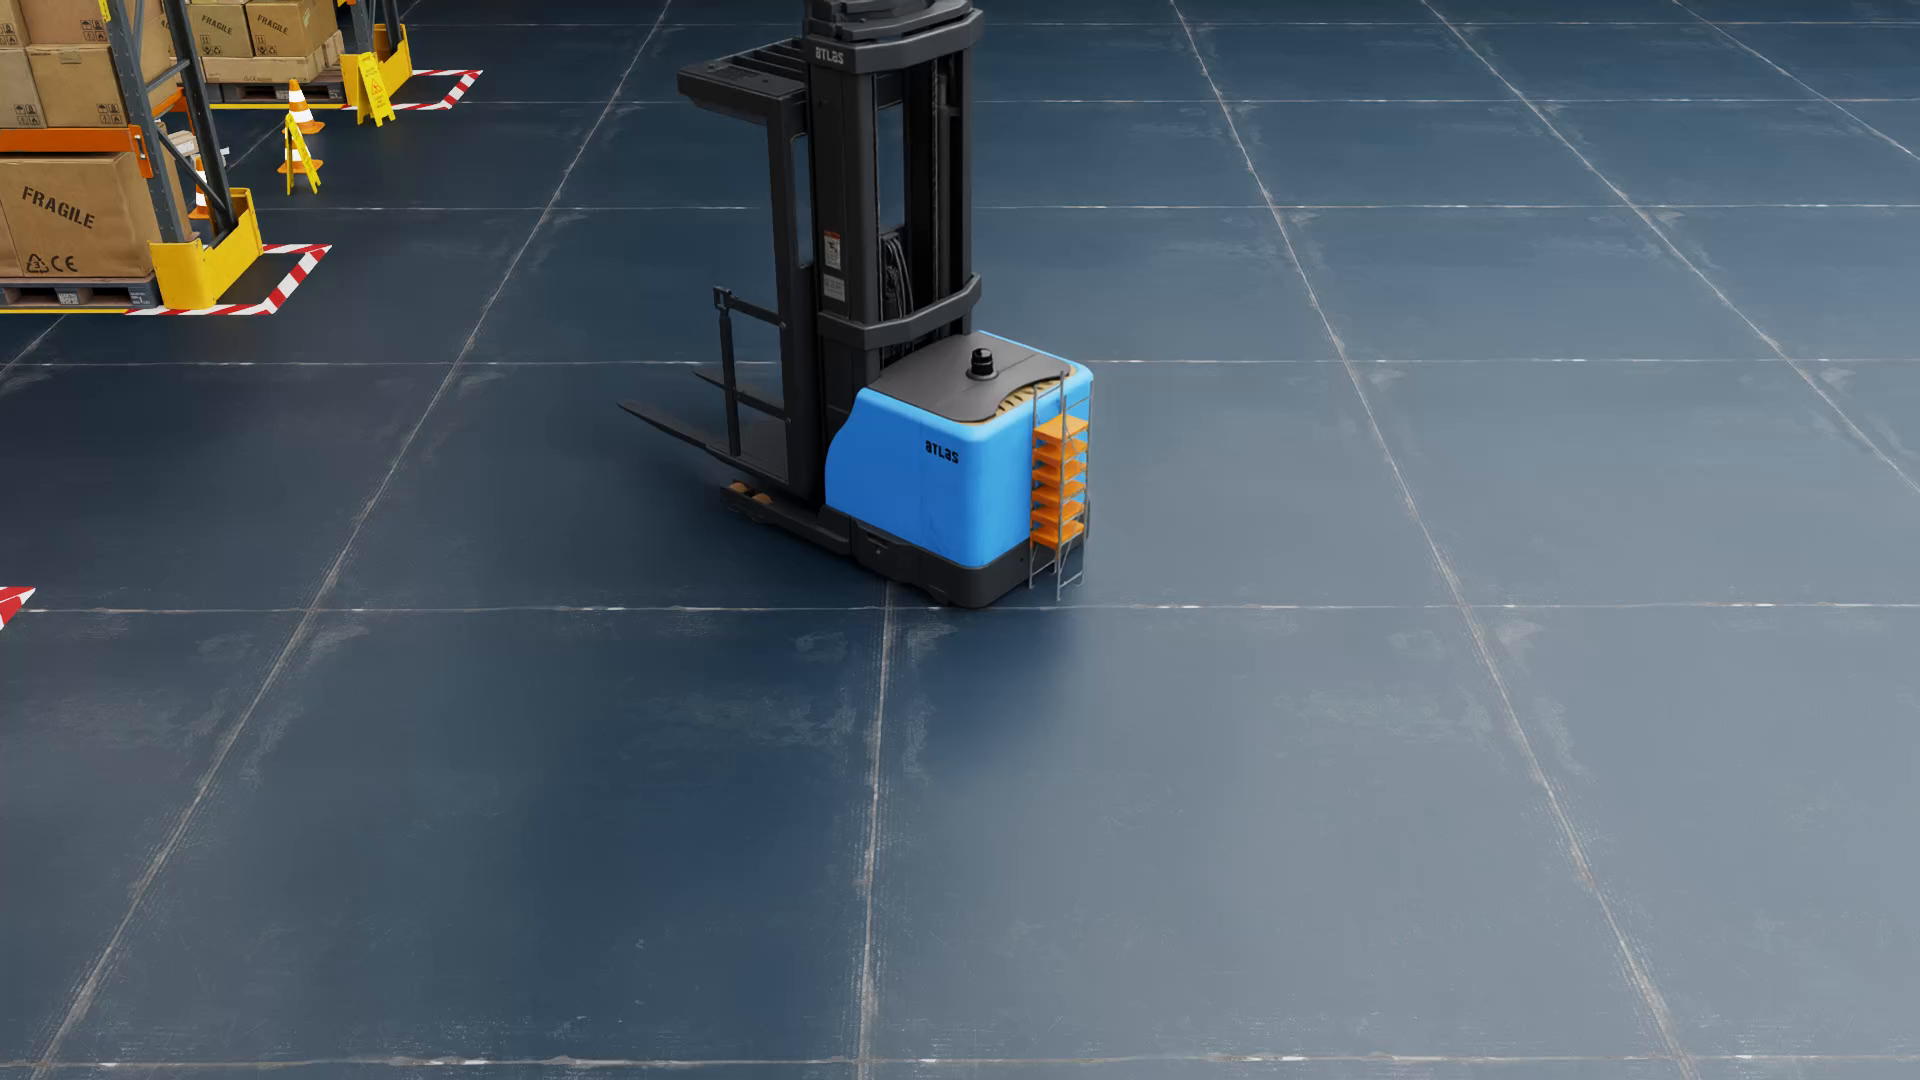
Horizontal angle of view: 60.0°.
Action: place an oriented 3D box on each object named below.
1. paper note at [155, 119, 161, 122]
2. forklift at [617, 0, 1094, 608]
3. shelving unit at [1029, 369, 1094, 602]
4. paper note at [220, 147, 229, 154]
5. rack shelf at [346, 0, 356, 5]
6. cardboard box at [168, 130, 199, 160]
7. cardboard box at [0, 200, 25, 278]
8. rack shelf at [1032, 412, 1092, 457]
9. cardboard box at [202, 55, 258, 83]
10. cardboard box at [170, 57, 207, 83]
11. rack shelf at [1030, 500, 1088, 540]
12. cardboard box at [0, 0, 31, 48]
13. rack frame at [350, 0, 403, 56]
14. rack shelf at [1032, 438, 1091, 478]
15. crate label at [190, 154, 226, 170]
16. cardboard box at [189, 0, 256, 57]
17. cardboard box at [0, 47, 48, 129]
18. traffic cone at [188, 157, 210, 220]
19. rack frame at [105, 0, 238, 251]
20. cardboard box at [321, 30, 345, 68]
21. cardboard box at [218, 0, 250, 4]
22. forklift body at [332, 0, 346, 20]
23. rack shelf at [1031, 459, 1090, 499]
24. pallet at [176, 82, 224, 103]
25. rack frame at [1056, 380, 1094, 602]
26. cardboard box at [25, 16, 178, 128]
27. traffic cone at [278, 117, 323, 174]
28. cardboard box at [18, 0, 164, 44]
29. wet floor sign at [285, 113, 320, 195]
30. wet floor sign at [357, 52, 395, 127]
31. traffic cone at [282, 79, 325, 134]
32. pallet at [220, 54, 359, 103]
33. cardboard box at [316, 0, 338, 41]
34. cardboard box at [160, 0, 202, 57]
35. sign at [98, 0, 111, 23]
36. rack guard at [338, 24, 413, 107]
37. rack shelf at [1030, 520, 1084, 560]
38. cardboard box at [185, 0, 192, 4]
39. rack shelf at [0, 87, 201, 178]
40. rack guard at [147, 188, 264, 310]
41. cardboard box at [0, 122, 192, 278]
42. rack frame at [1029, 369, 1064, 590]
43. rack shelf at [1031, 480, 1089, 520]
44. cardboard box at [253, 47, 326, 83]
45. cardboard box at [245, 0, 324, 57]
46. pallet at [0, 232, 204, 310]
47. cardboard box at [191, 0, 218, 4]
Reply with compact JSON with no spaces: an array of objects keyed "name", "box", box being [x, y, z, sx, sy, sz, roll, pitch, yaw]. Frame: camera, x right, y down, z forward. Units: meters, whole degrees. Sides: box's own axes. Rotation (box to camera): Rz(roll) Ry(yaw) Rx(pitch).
[{"name":"paper note","box":[-7.644,-3.949,15.729,0.148,0.019,0.142,-11,33,-17]},{"name":"forklift","box":[-0.739,-1.533,8.951,3.031,2.935,1.130,24,38,33]},{"name":"shelving unit","box":[0.513,-0.264,8.529,0.189,1.200,0.258,24,38,33]},{"name":"paper note","box":[-6.673,-3.508,15.002,0.142,0.019,0.148,-11,33,-17]},{"name":"rack shelf","box":[-7.740,-5.499,16.115,4.000,0.370,1.077,0,31,0]},{"name":"cardboard box","box":[-7.038,-3.542,14.944,0.250,0.149,0.380,16,35,25]},{"name":"cardboard box","box":[-7.167,-2.476,12.083,0.875,0.875,0.875,-1,31,-1]},{"name":"rack shelf","box":[0.513,-0.534,8.365,0.180,0.103,0.258,24,38,33]},{"name":"cardboard box","box":[-7.065,-4.677,16.313,0.500,0.250,0.500,0,31,0]},{"name":"cardboard box","box":[-7.588,-4.673,16.305,0.500,0.250,0.500,-1,31,-2]},{"name":"rack shelf","box":[0.513,-0.124,8.614,0.180,0.103,0.258,24,38,33]},{"name":"cardboard box","box":[-6.530,-3.740,11.338,0.550,0.550,0.875,0,31,0]},{"name":"rack frame","box":[-5.740,-5.813,15.939,0.127,3.000,1.000,0,31,0]},{"name":"rack shelf","box":[0.513,-0.431,8.427,0.180,0.103,0.258,24,38,33]},{"name":"crate label","box":[-6.601,-3.309,14.572,0.298,0.136,0.250,-17,35,-26]},{"name":"cardboard box","box":[-7.061,-4.996,16.116,0.500,0.500,0.500,1,31,2]},{"name":"cardboard box","box":[-6.530,-3.272,11.606,0.550,0.550,0.875,0,31,0]},{"name":"traffic cone","box":[-6.149,-2.896,13.576,0.334,0.463,0.336,0,31,0]},{"name":"rack frame","box":[-5.609,-3.245,11.707,0.127,3.000,1.000,0,31,0]},{"name":"cardboard box","box":[-6.548,-4.958,16.775,0.500,0.250,0.500,0,31,-1]},{"name":"cardboard box","box":[-6.906,-5.241,15.894,0.250,0.149,0.380,1,31,1]},{"name":"forklift body","box":[-7.659,-7.072,18.833,1.214,2.155,2.313,0,31,0]},{"name":"rack shelf","box":[0.513,-0.329,8.490,0.180,0.103,0.258,24,38,33]},{"name":"pallet","box":[-7.846,-4.634,16.684,1.213,0.211,1.003,0,31,0]},{"name":"rack frame","box":[0.583,-0.234,8.478,0.006,1.200,0.240,24,38,33]},{"name":"cardboard box","box":[-5.980,-3.285,11.628,0.550,0.550,0.875,0,31,0]},{"name":"traffic cone","box":[-5.816,-3.483,14.544,0.334,0.463,0.336,0,31,0]},{"name":"cardboard box","box":[-5.980,-3.790,11.419,0.550,0.550,0.875,0,31,0]},{"name":"wet floor sign","box":[-5.592,-3.266,14.011,0.232,0.644,0.267,-5,32,-9]},{"name":"wet floor sign","box":[-5.544,-4.252,15.635,0.232,0.644,0.267,10,33,17]},{"name":"traffic cone","box":[-6.162,-4.058,15.492,0.334,0.463,0.336,0,31,0]},{"name":"pallet","box":[-6.629,-4.636,16.688,1.213,0.211,1.003,0,31,0]},{"name":"cardboard box","box":[-6.572,-5.278,16.580,0.500,0.500,0.500,-1,31,-2]},{"name":"cardboard box","box":[-7.566,-4.998,16.119,0.500,0.500,0.500,-1,31,-1]},{"name":"sign","box":[-5.620,-3.560,10.881,0.005,0.325,0.100,0,31,0]},{"name":"rack guard","box":[-5.816,-4.744,16.587,0.348,0.500,1.175,0,31,0]},{"name":"rack shelf","box":[0.513,-0.021,8.676,0.180,0.103,0.258,24,38,33]},{"name":"cardboard box","box":[-7.421,-5.242,15.895,0.250,0.149,0.380,1,31,2]},{"name":"rack shelf","box":[-7.609,-2.932,11.883,4.000,0.370,1.077,0,31,0]},{"name":"rack guard","box":[-5.585,-2.177,12.356,0.348,0.500,1.175,0,31,0]},{"name":"cardboard box","box":[-6.287,-2.480,12.089,0.875,0.875,0.875,0,31,0]},{"name":"rack frame","box":[0.443,-0.295,8.579,0.006,1.200,0.240,24,38,33]},{"name":"rack shelf","box":[0.513,-0.226,8.552,0.180,0.103,0.258,24,38,33]},{"name":"cardboard box","box":[-6.571,-4.674,16.309,0.500,0.250,0.500,0,31,-1]},{"name":"cardboard box","box":[-6.540,-4.999,16.121,0.500,0.500,0.500,0,31,0]},{"name":"pallet","box":[-6.408,-2.010,12.360,1.213,0.211,1.003,0,31,0]},{"name":"cardboard box","box":[-7.158,-5.242,15.895,0.250,0.149,0.380,0,31,1]}]
